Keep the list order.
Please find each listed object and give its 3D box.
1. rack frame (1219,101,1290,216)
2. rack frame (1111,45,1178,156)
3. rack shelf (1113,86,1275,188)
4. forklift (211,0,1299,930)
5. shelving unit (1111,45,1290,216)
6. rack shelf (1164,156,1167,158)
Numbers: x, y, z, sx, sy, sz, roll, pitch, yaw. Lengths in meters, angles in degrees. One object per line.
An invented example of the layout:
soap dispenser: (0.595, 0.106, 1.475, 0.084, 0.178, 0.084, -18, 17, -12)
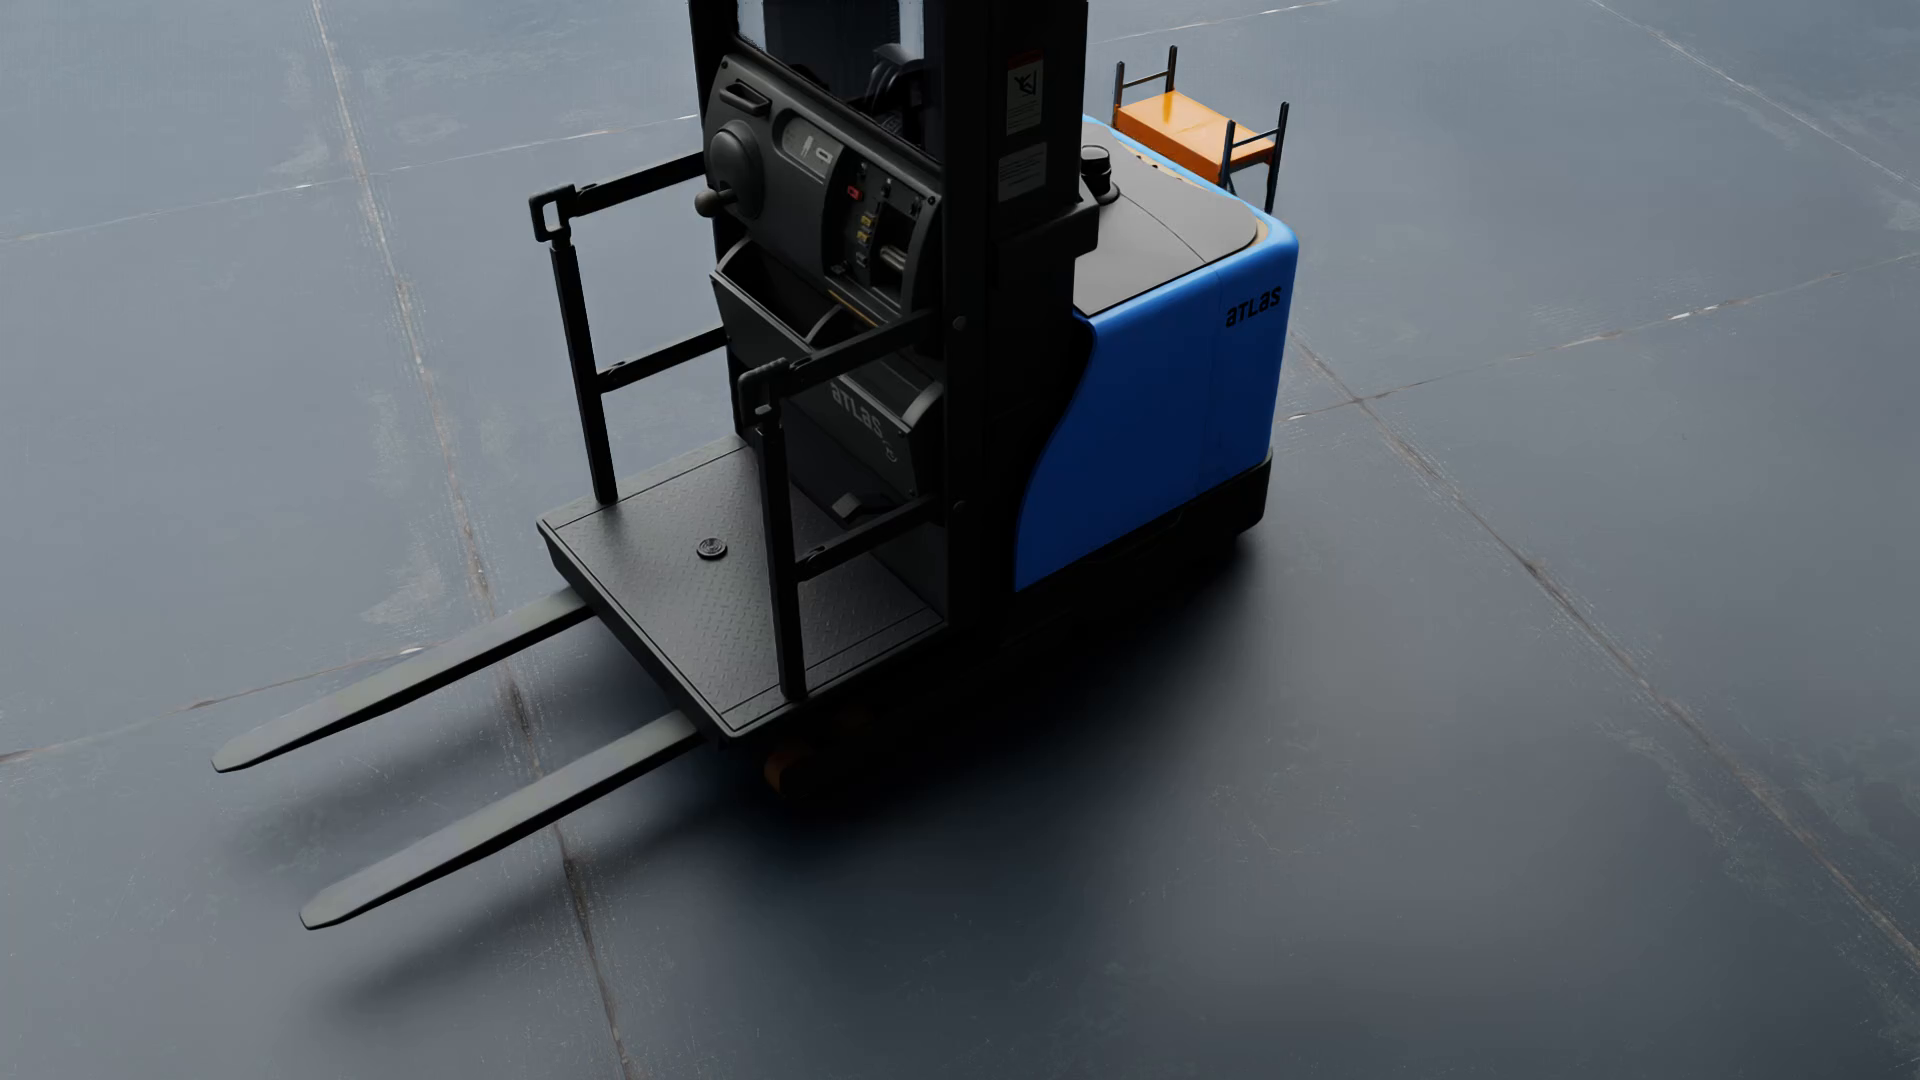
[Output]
rack frame: (0.858, -0.789, 5.241, 0.240, 1.200, 0.015, -24, 46, -28)
rack frame: (0.566, -1.044, 5.537, 0.240, 1.200, 0.015, -24, 46, -28)
rack shelf: (0.722, -1.219, 5.138, 0.258, 0.148, 0.480, -24, 46, -28)
forklift: (-0.518, -0.812, 3.947, 3.031, 2.935, 1.130, -27, 47, -28)
shelving unit: (0.712, -0.916, 5.389, 0.258, 1.200, 0.503, -24, 46, -28)
rack shelf: (0.716, -1.037, 5.289, 0.258, 0.148, 0.480, -24, 46, -28)
